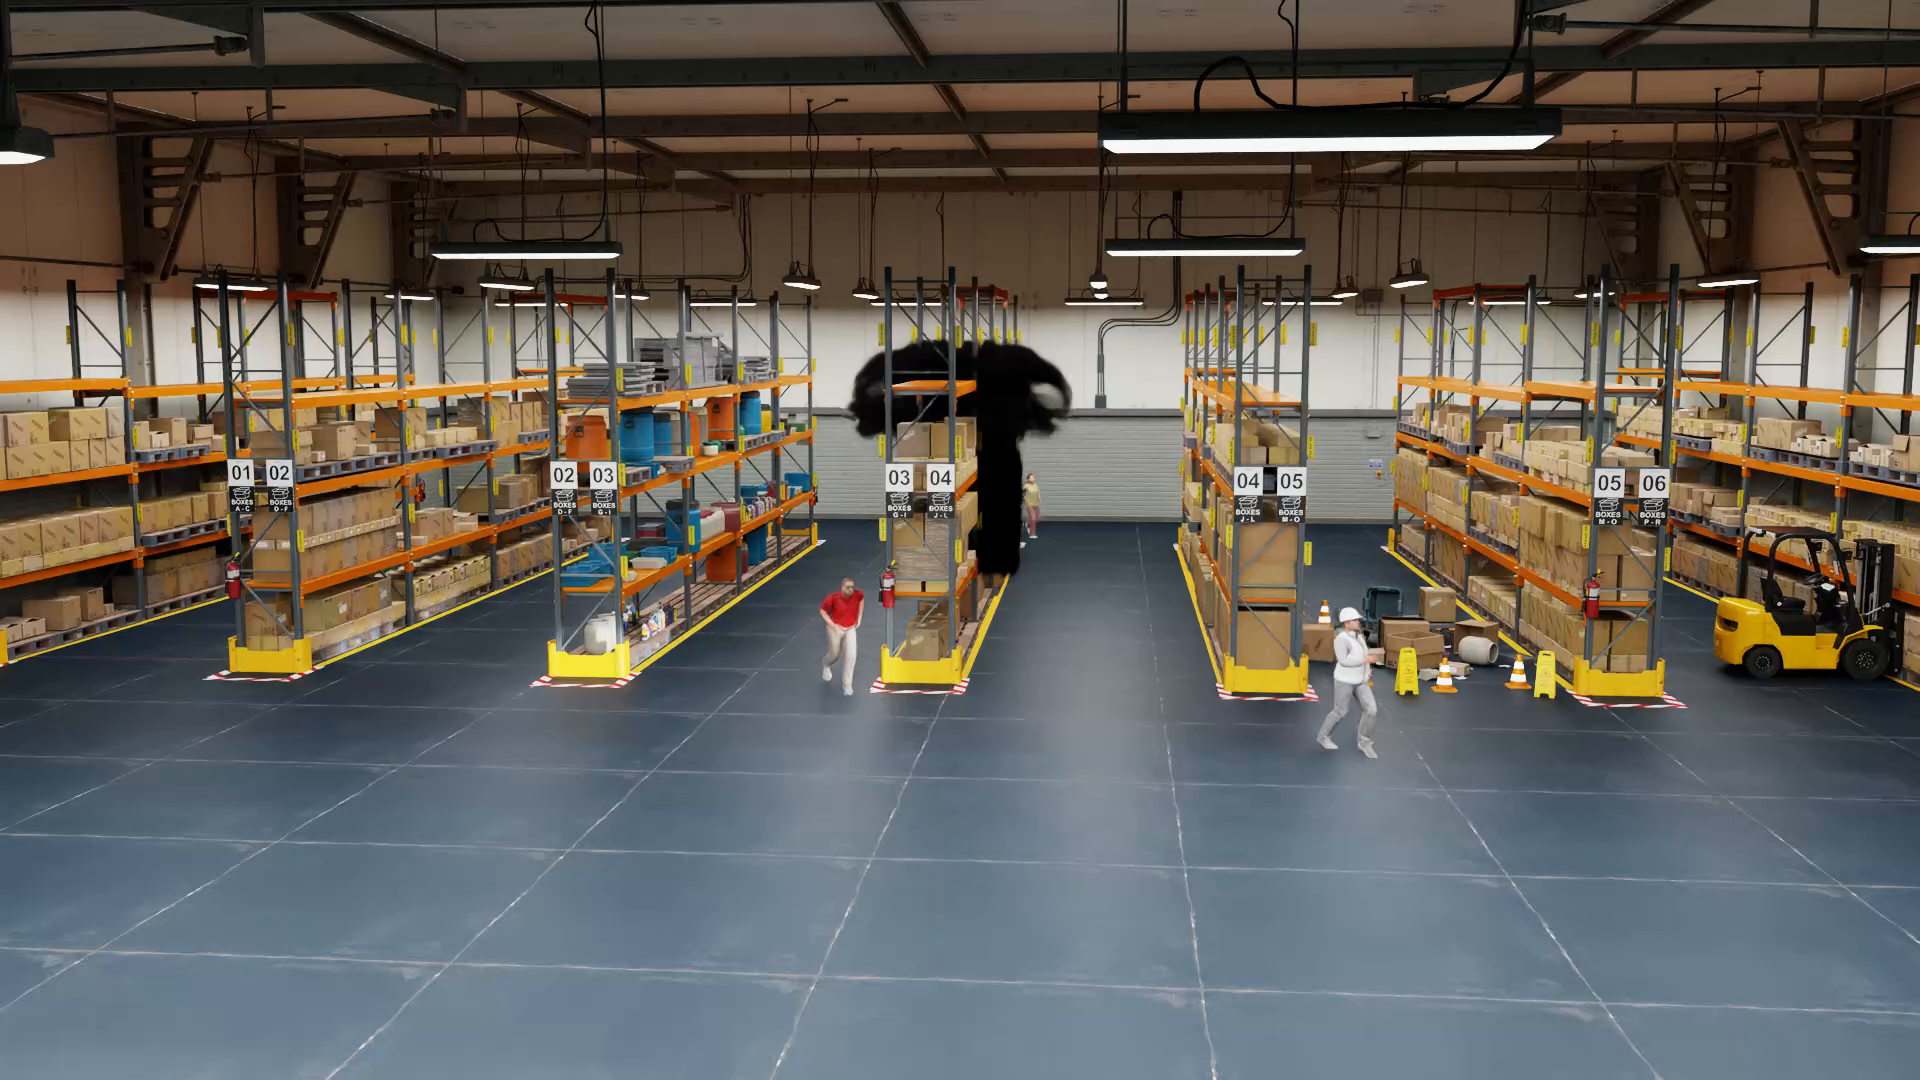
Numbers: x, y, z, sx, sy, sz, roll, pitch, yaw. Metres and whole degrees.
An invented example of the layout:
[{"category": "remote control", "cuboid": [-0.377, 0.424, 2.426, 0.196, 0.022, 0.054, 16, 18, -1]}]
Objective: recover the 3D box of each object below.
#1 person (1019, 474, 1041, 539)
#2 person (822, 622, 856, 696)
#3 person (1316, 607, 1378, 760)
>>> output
[{"category": "person", "cuboid": [1.762, -0.859, 41.627, 0.580, 1.619, 0.615, -4, 8, -30]}, {"category": "person", "cuboid": [-1.732, 1.620, 23.774, 0.408, 1.108, 1.015, -4, 8, -29]}, {"category": "person", "cuboid": [4.653, 1.710, 19.922, 0.445, 1.831, 0.731, -6, 9, -42]}]
